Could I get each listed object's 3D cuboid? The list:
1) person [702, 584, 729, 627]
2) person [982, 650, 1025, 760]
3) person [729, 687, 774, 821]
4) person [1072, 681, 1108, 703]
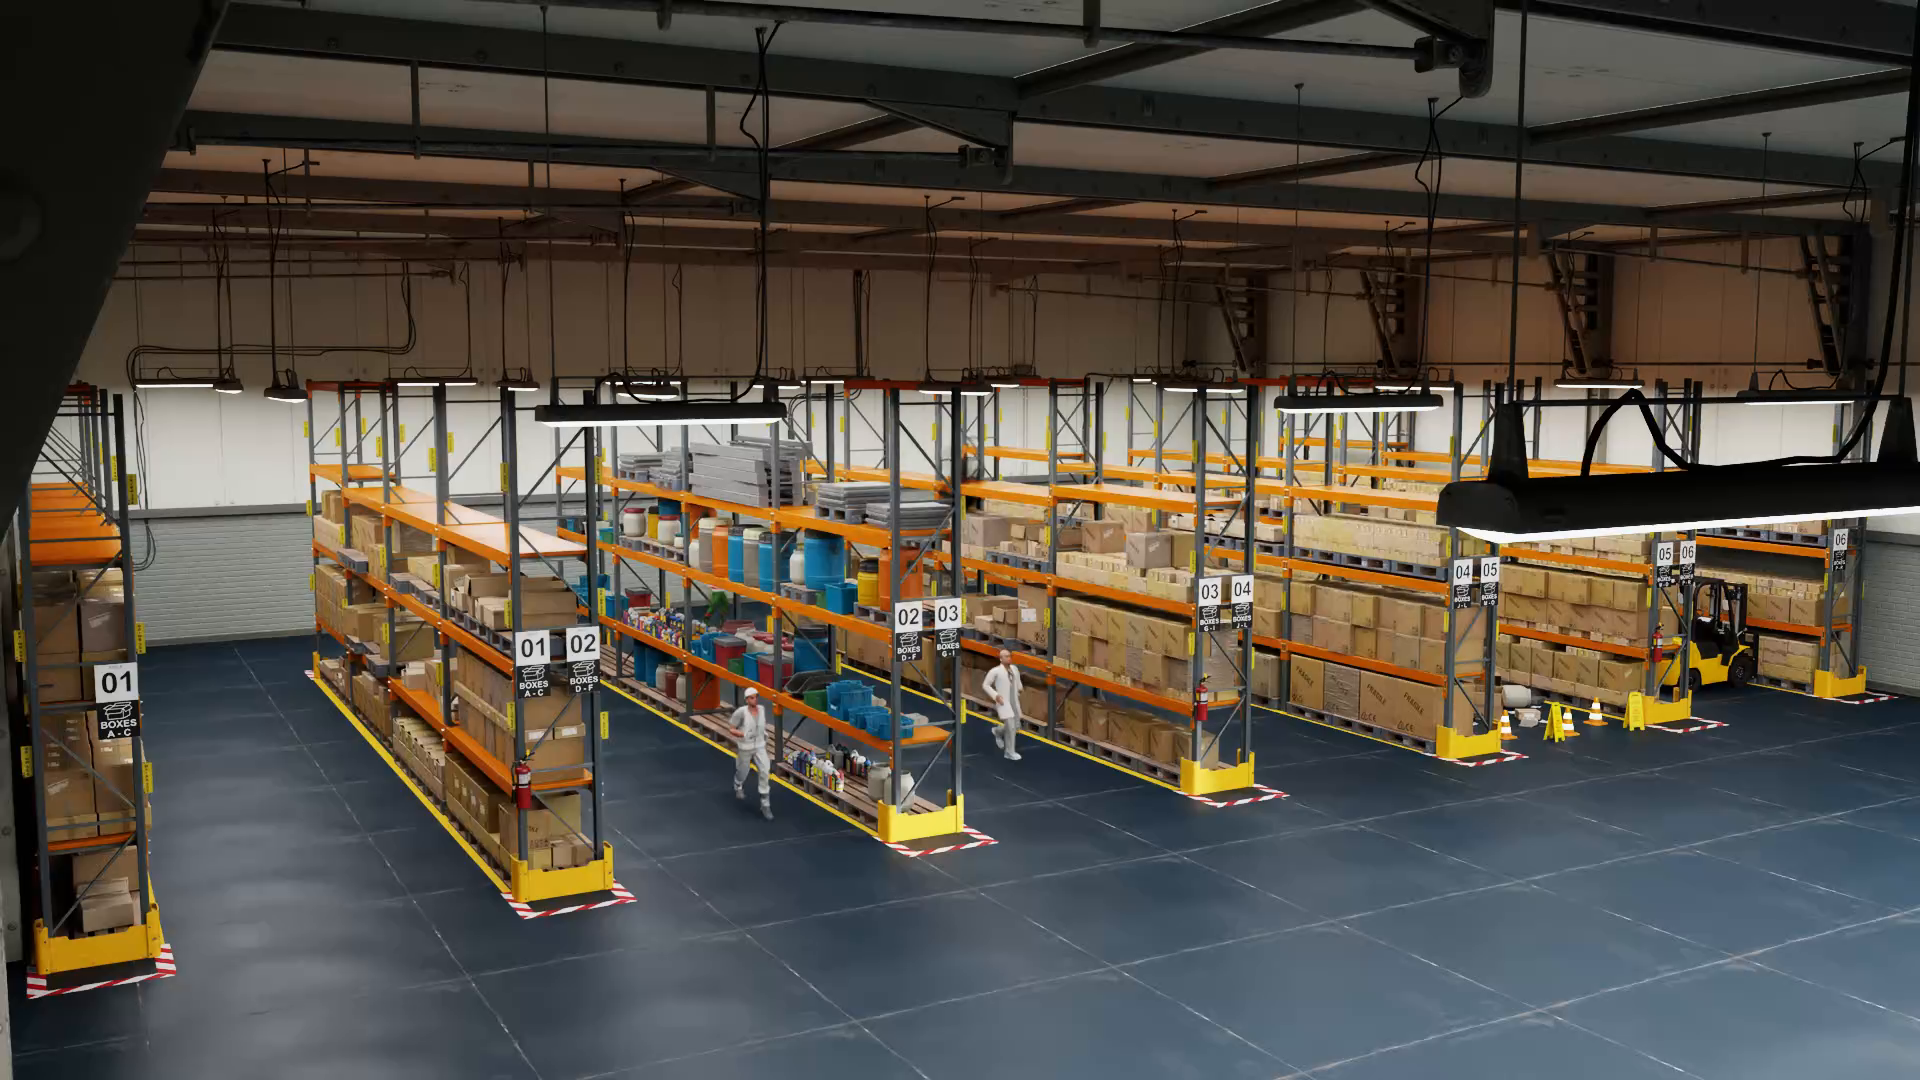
[{"bbox_3d":[-5.786,1.257,39.339,0.734,1.860,0.649,-1,6,-10],"label":"person"},{"bbox_3d":[0.718,2.629,26.707,0.715,1.735,0.826,-5,8,-37],"label":"person"},{"bbox_3d":[-2.976,2.962,23.423,0.621,1.818,1.088,-3,7,-26],"label":"person"},{"bbox_3d":[2.429,2.161,31.149,0.629,1.722,0.866,-5,8,-37],"label":"person"}]
